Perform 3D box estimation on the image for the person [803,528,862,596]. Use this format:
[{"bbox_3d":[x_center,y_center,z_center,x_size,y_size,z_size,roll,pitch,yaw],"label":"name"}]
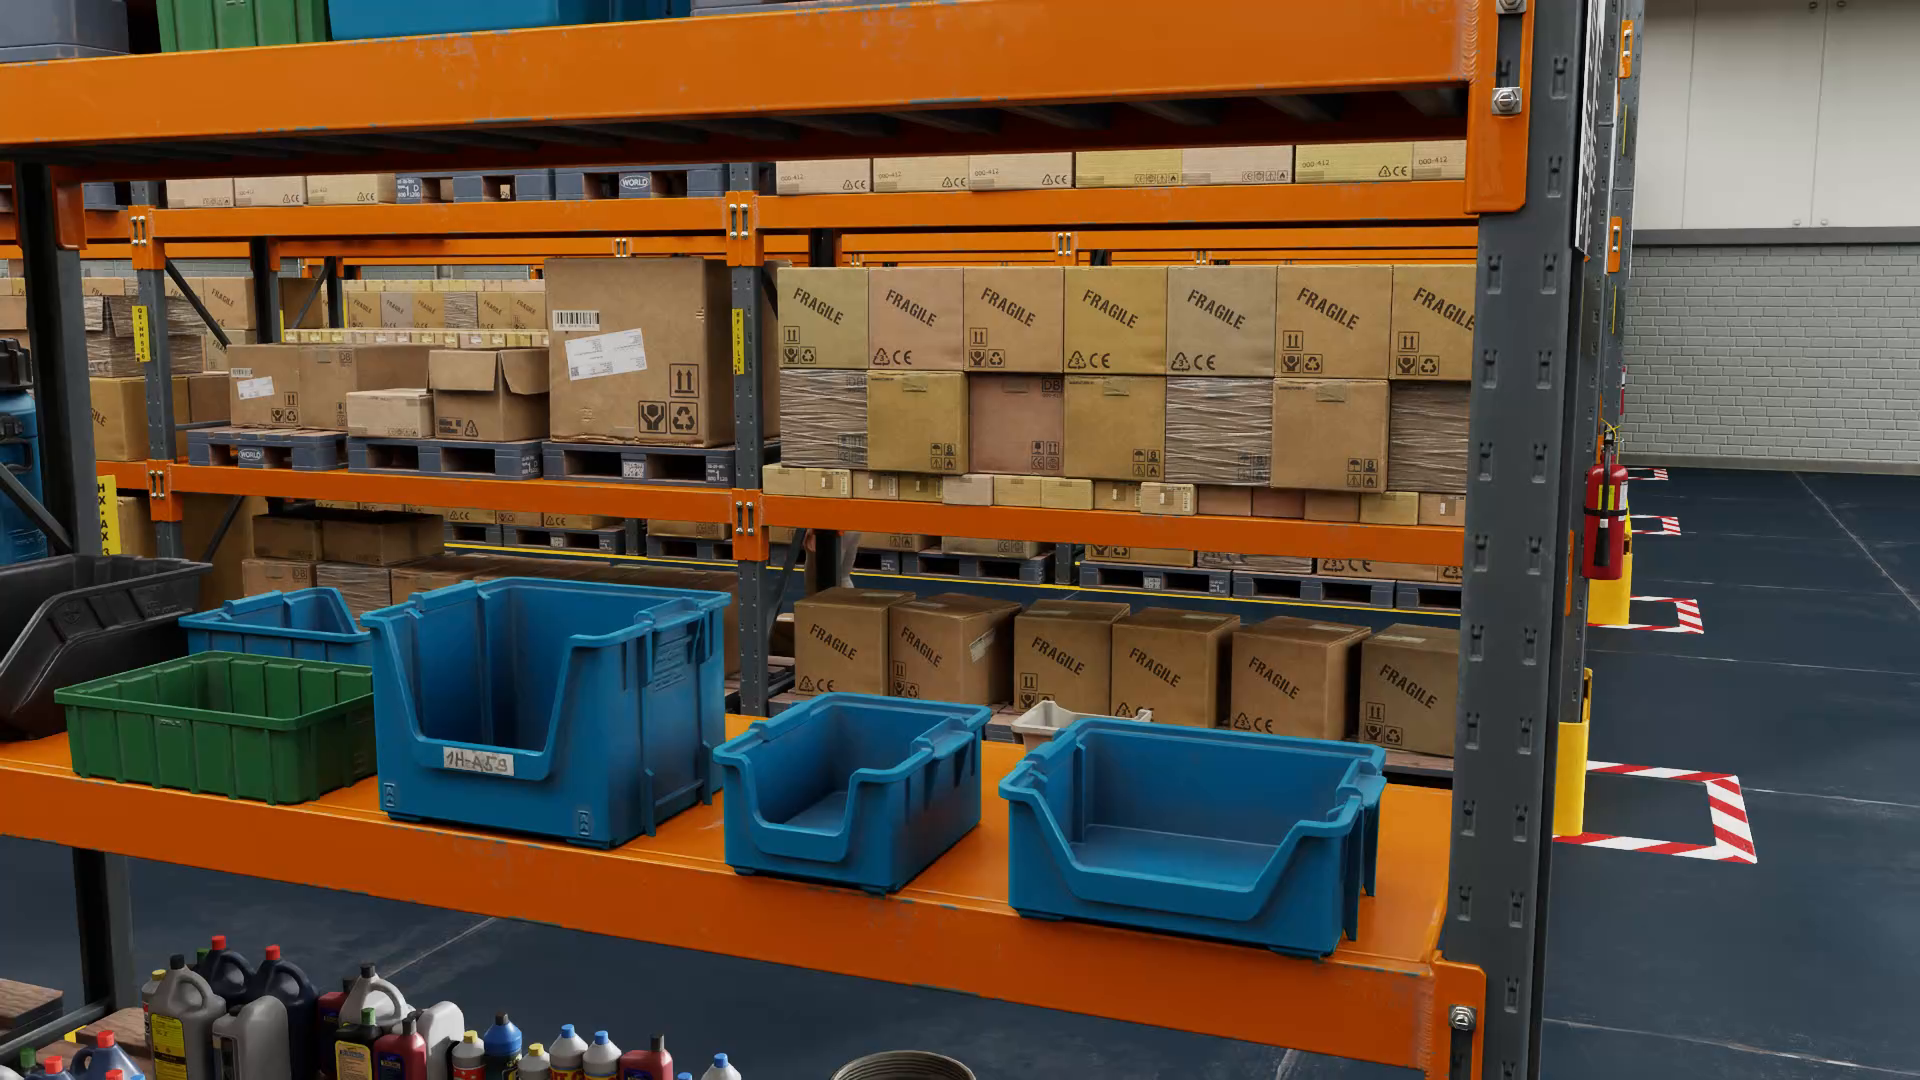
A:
[{"bbox_3d":[-0.827,-0.101,10.556,0.386,1.727,0.602,2,9,16],"label":"person"}]
